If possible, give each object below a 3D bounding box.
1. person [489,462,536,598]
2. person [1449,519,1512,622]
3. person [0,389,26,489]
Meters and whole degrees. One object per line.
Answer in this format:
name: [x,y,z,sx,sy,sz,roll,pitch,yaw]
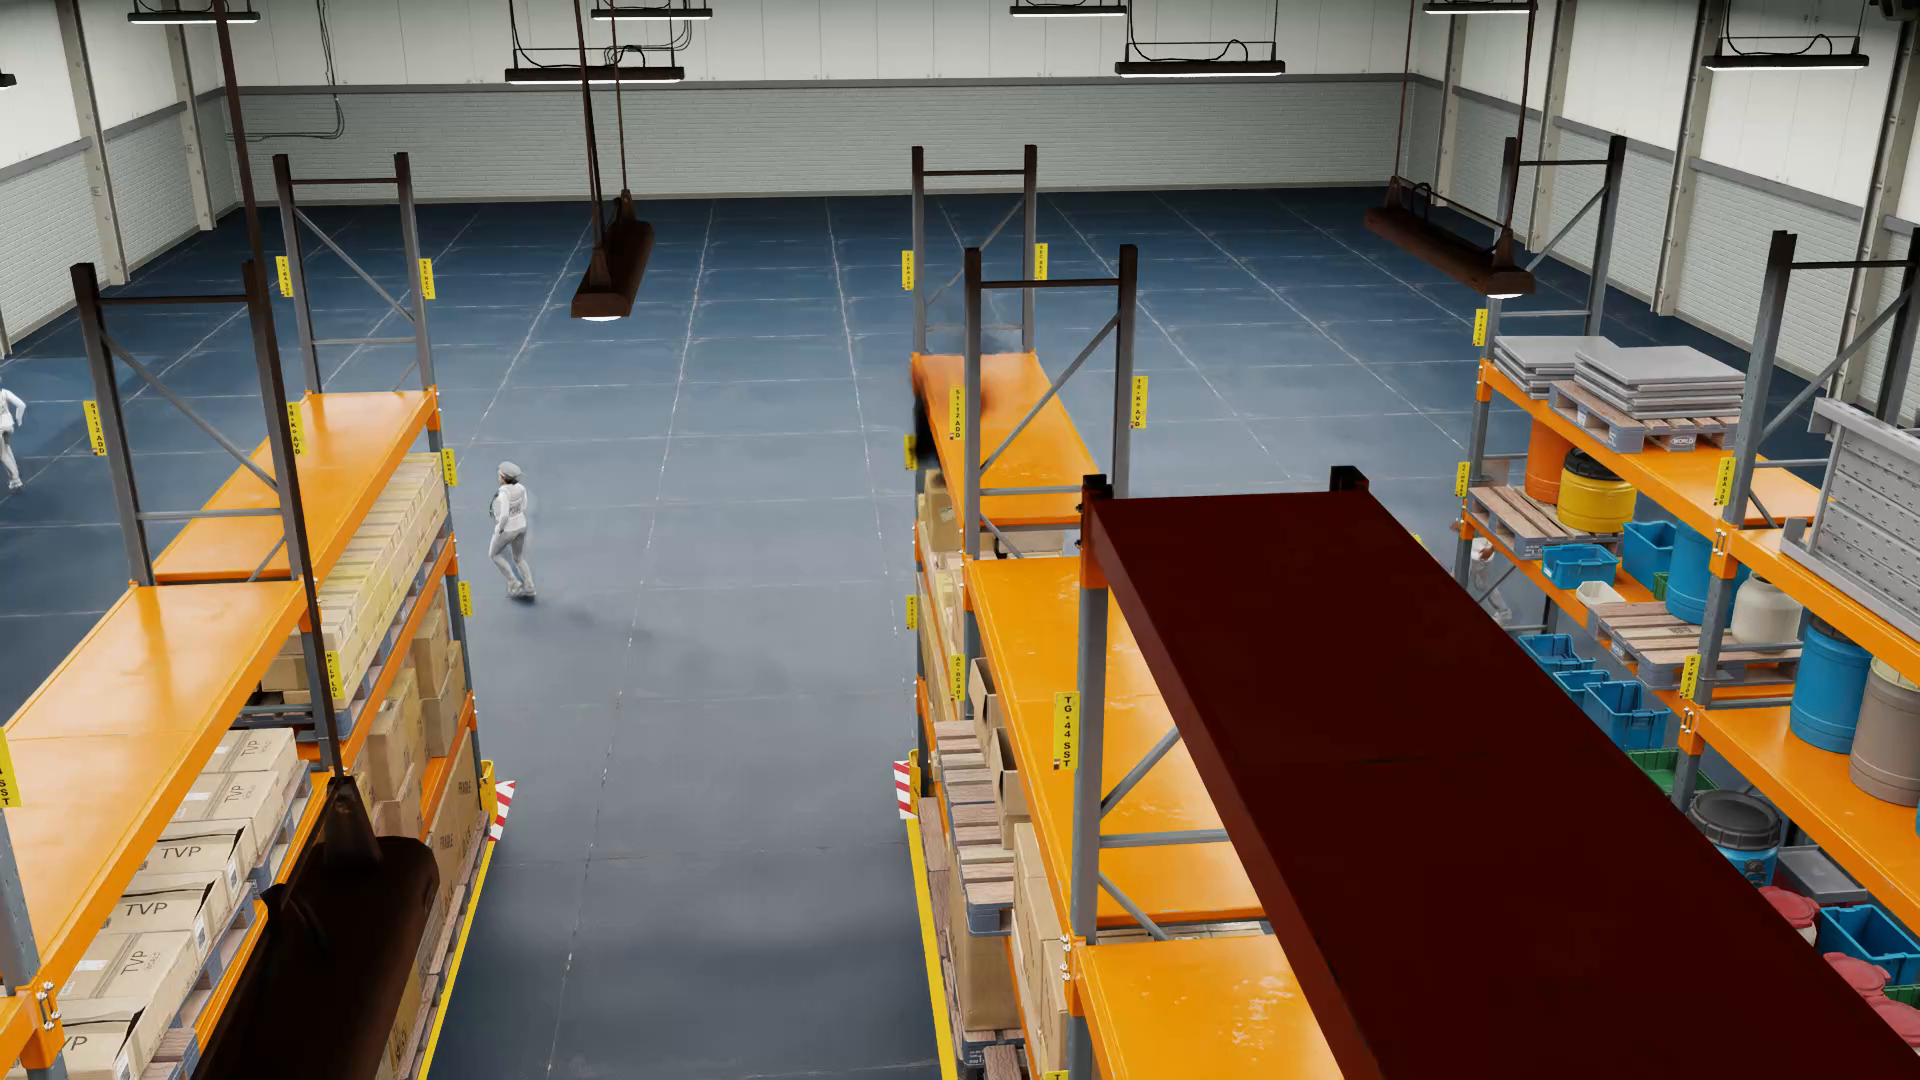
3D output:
person: [-5.355,-0.117,19.661,0.614,1.690,0.596,12,24,27]
person: [5.852,0.182,18.800,0.896,1.785,0.704,9,23,21]
person: [-13.377,-1.519,23.196,0.740,1.752,0.578,14,26,32]
